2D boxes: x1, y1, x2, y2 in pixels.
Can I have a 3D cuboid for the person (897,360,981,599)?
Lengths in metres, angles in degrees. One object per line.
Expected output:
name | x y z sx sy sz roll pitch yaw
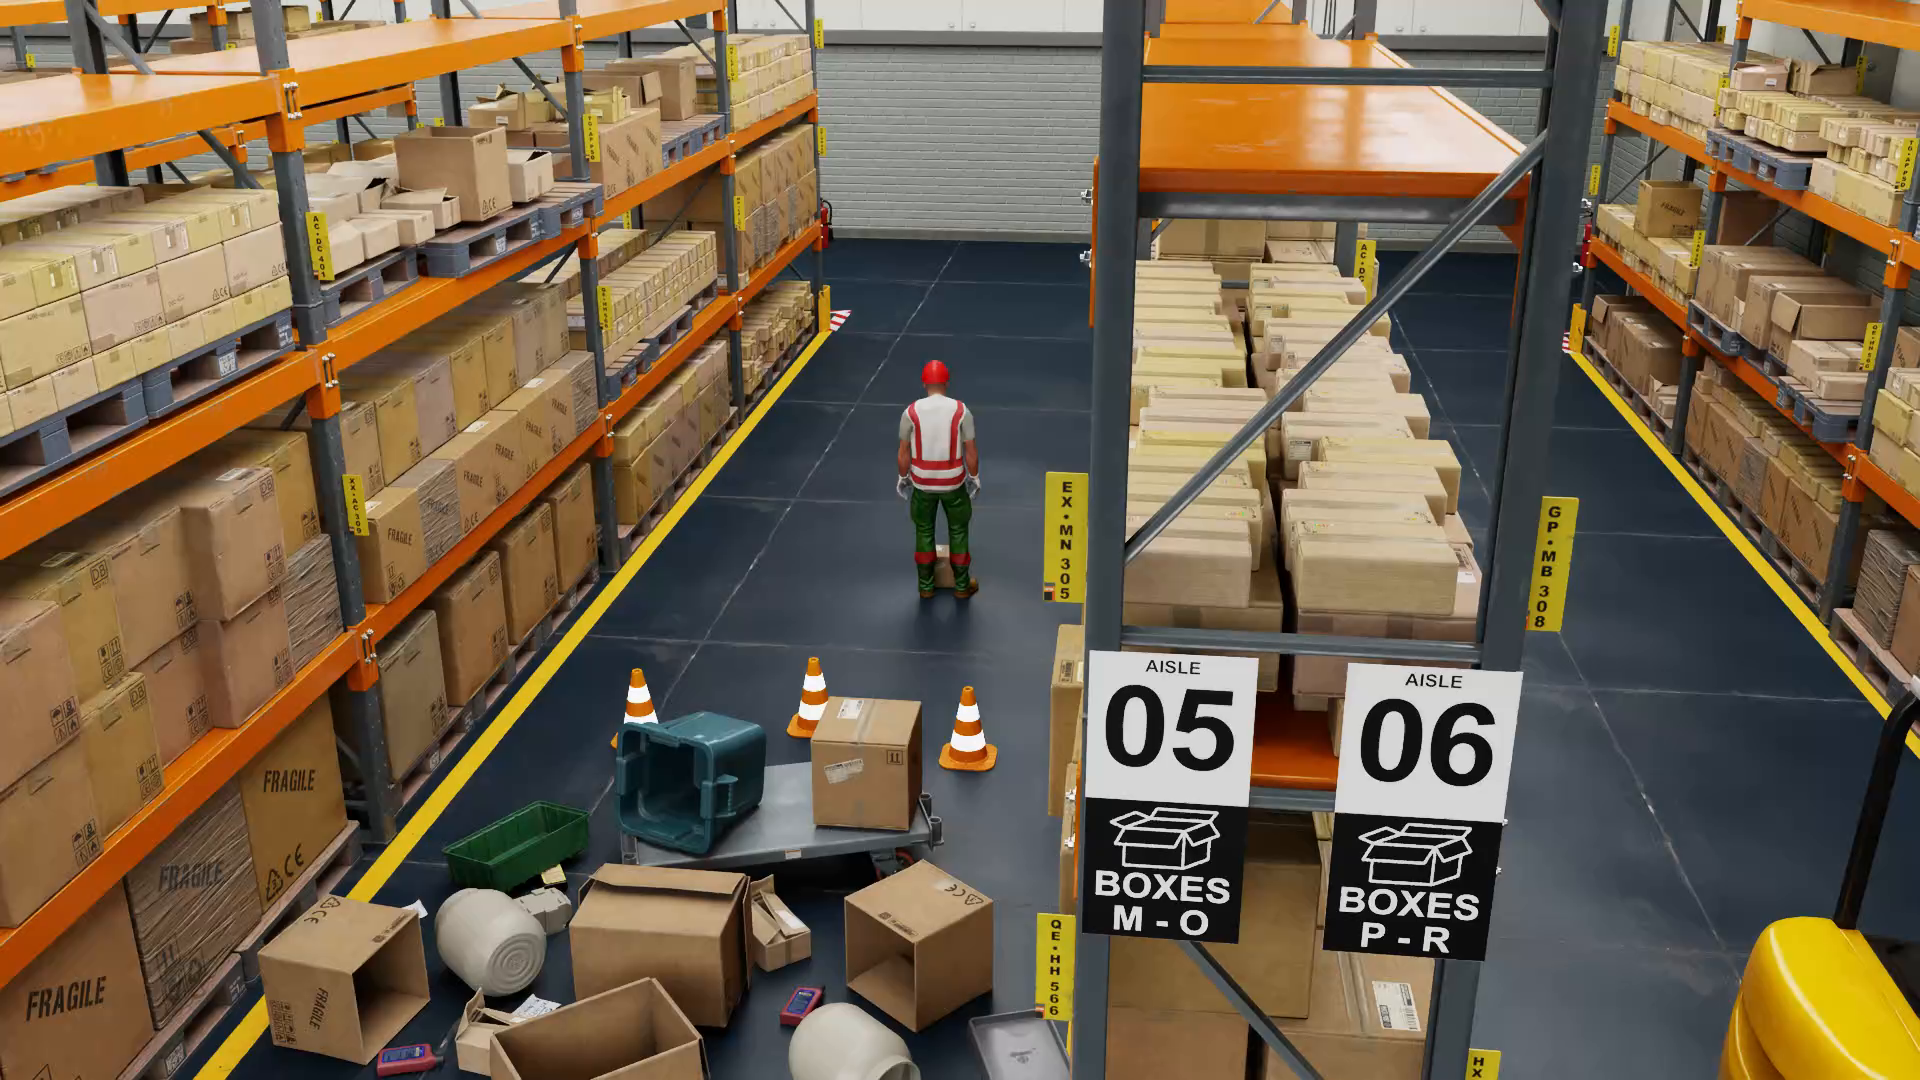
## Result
person | -0.153 -0.435 12.196 0.612 1.779 0.452 1 21 3
